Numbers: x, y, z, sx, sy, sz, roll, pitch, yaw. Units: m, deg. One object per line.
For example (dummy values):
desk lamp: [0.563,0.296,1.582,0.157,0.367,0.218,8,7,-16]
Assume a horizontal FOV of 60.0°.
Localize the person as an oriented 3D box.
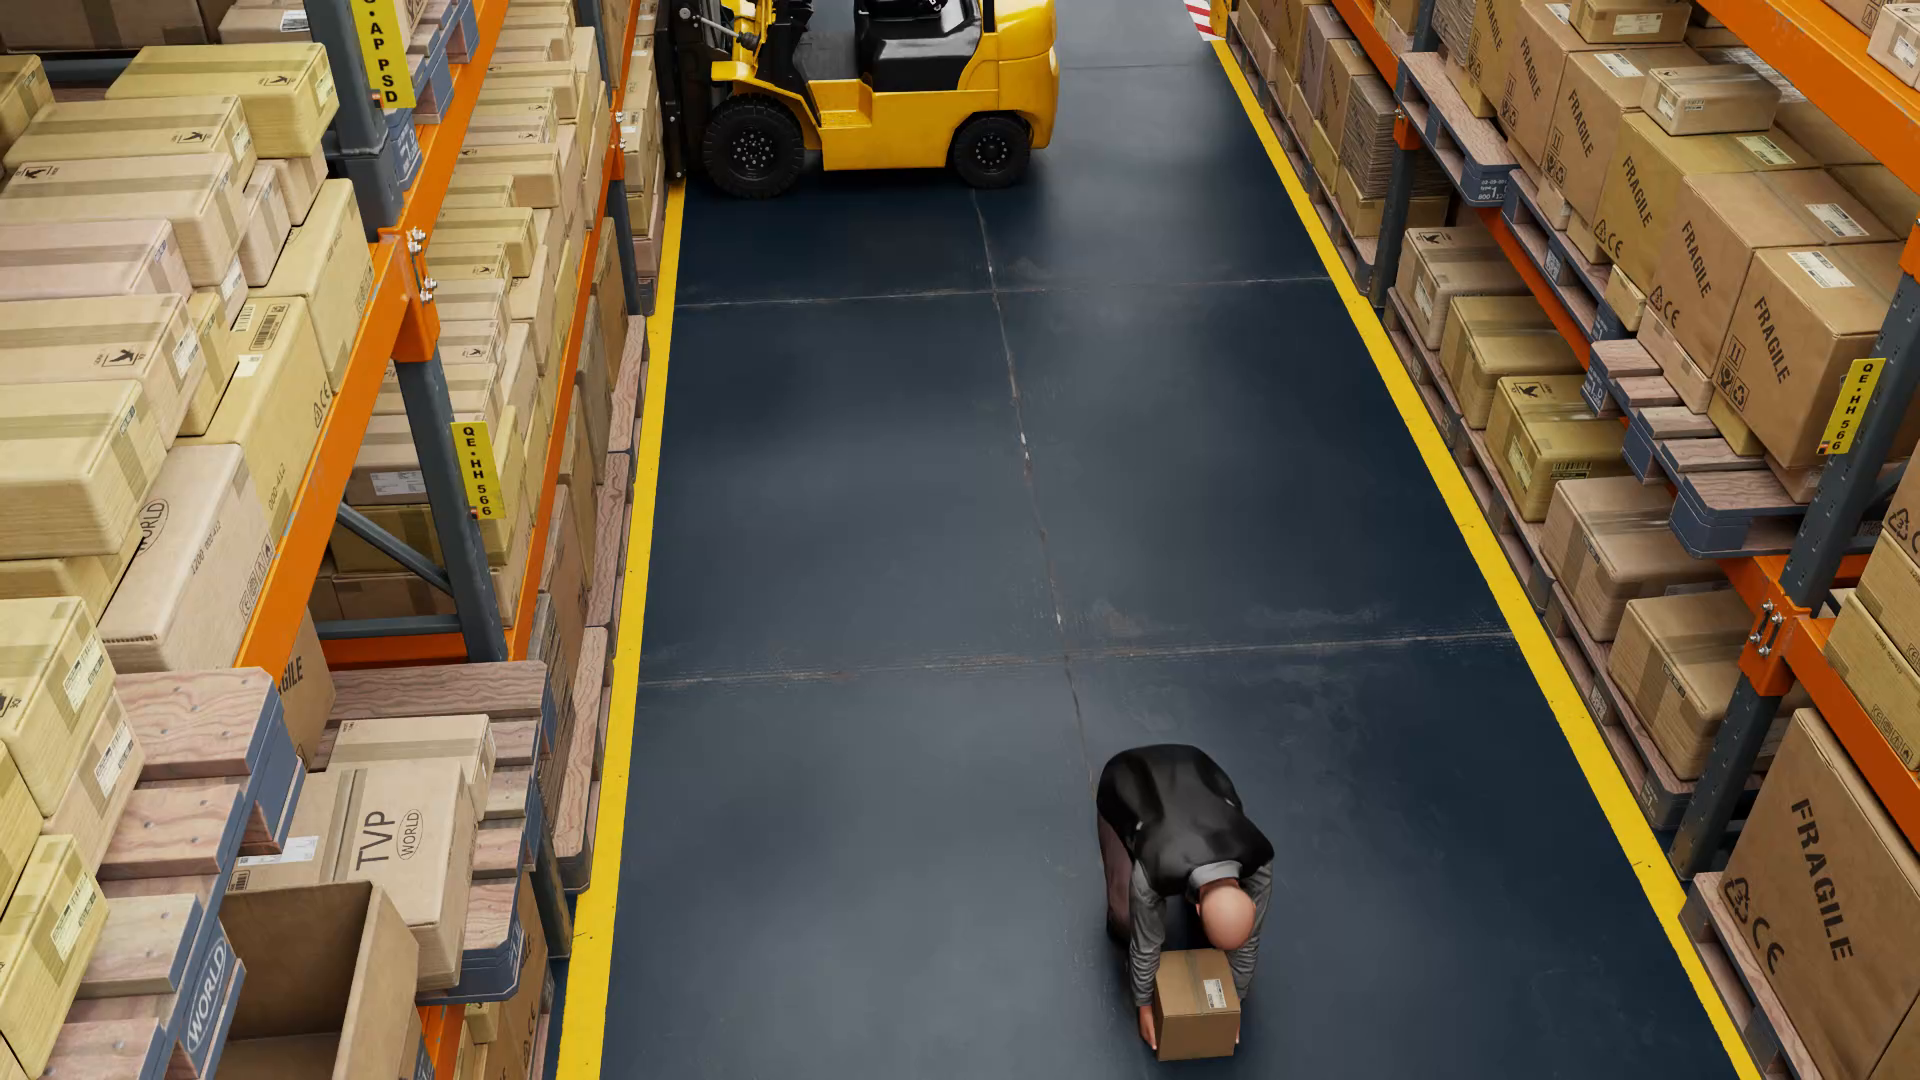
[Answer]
person: [0.741,1.149,5.553,0.512,0.806,0.928,-4,39,-5]
